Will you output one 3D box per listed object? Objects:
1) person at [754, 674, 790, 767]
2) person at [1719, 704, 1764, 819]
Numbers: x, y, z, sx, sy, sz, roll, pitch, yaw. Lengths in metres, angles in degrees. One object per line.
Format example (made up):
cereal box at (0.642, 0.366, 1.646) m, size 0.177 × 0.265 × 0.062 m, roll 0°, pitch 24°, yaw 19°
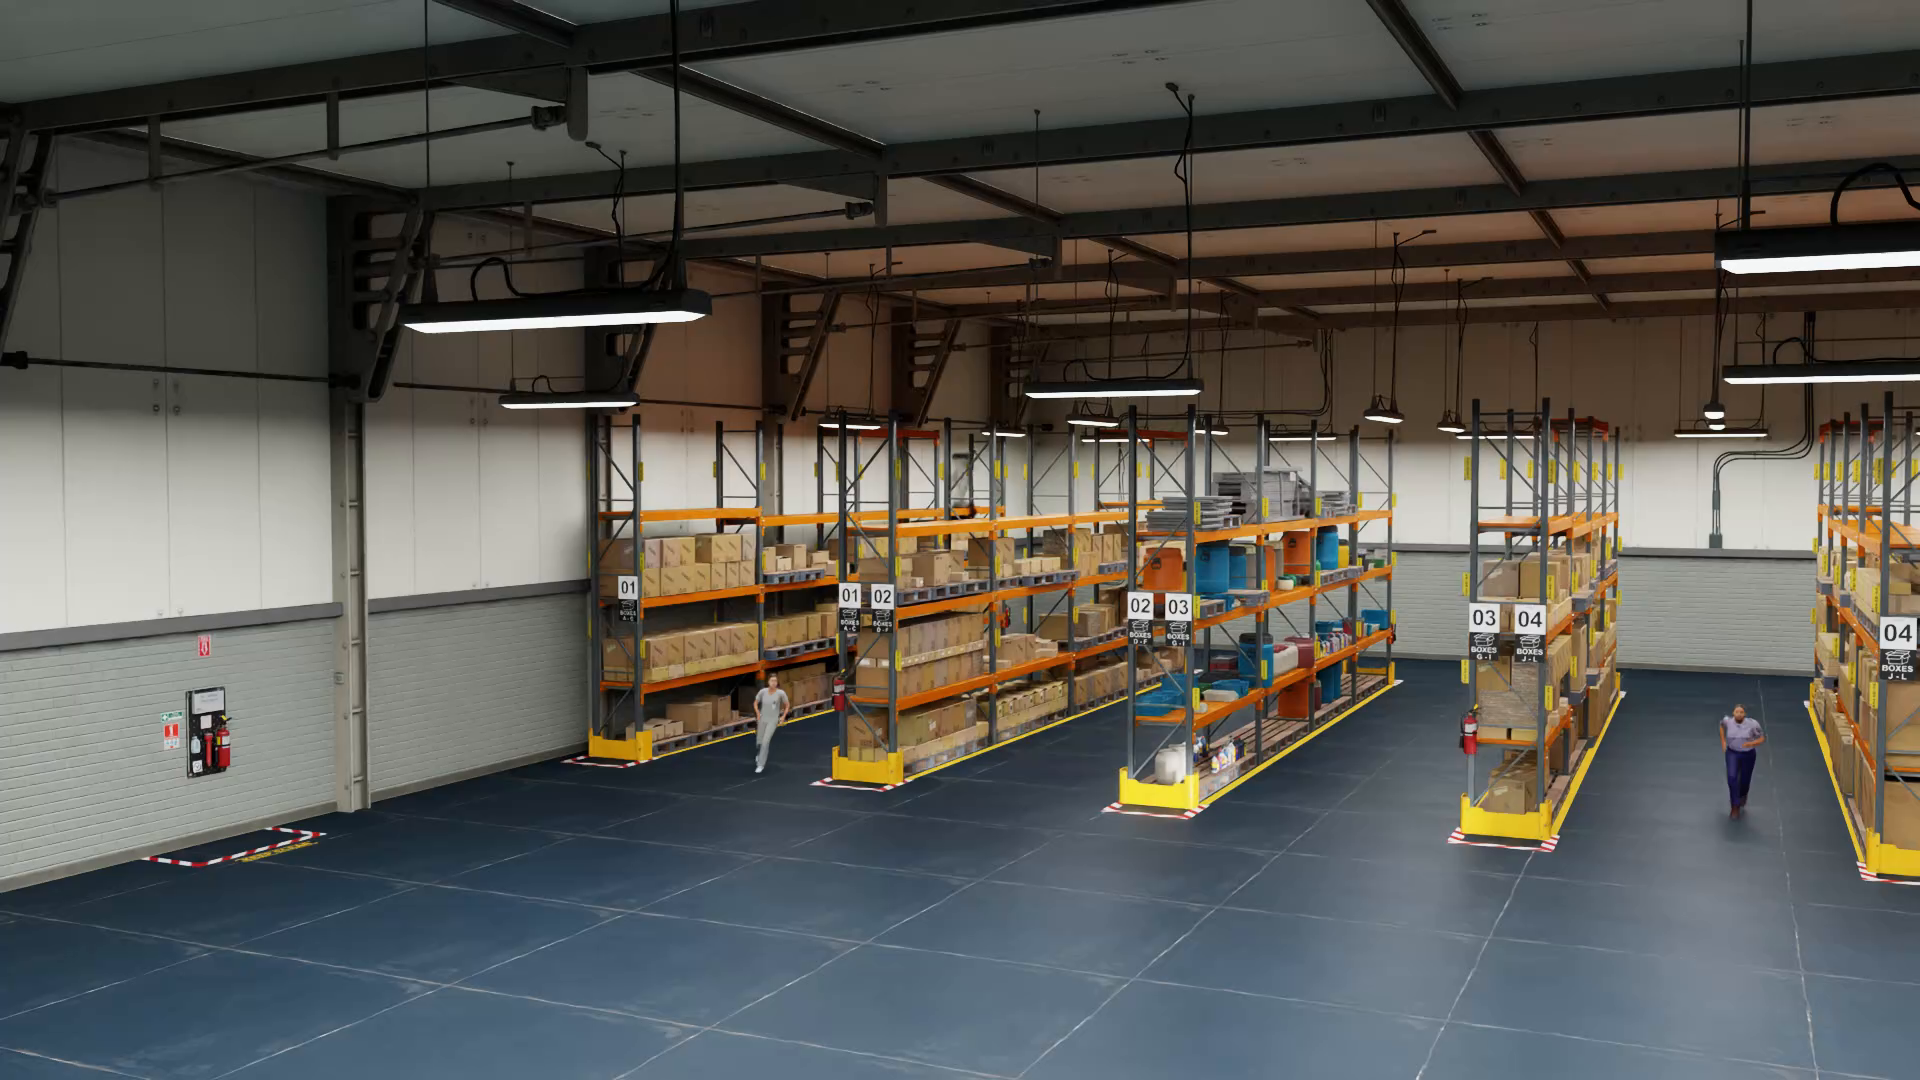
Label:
person at (-3.161, 3.012, 27.978) m, size 0.609 × 1.558 × 0.598 m, roll 0°, pitch 2°, yaw 1°
person at (11.432, 3.202, 24.341) m, size 0.607 × 1.659 × 1.008 m, roll 1°, pitch 3°, yaw 25°
